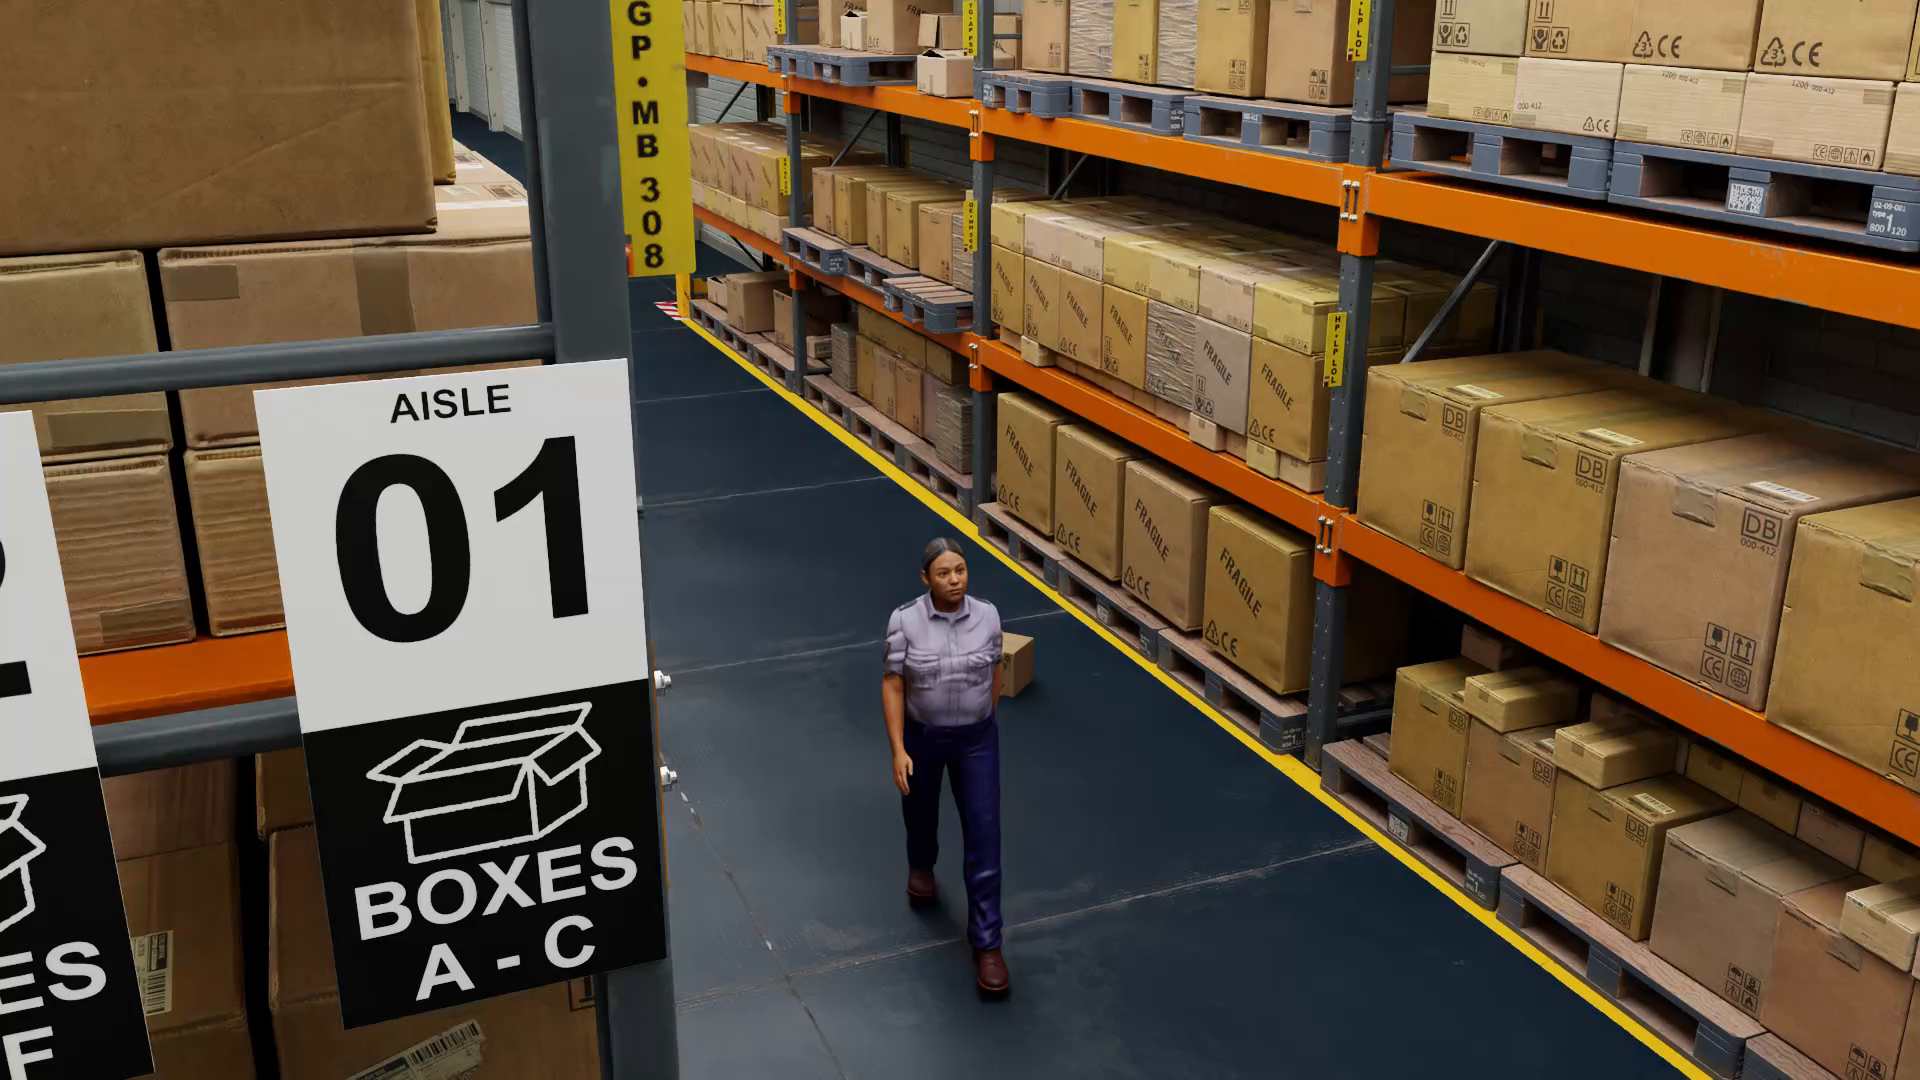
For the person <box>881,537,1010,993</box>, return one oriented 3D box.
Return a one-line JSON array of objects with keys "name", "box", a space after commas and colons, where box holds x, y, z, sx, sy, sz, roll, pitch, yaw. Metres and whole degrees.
[{"name": "person", "box": [-0.055, 0.782, 6.283, 0.477, 1.585, 0.975, -2, 19, -5]}]
